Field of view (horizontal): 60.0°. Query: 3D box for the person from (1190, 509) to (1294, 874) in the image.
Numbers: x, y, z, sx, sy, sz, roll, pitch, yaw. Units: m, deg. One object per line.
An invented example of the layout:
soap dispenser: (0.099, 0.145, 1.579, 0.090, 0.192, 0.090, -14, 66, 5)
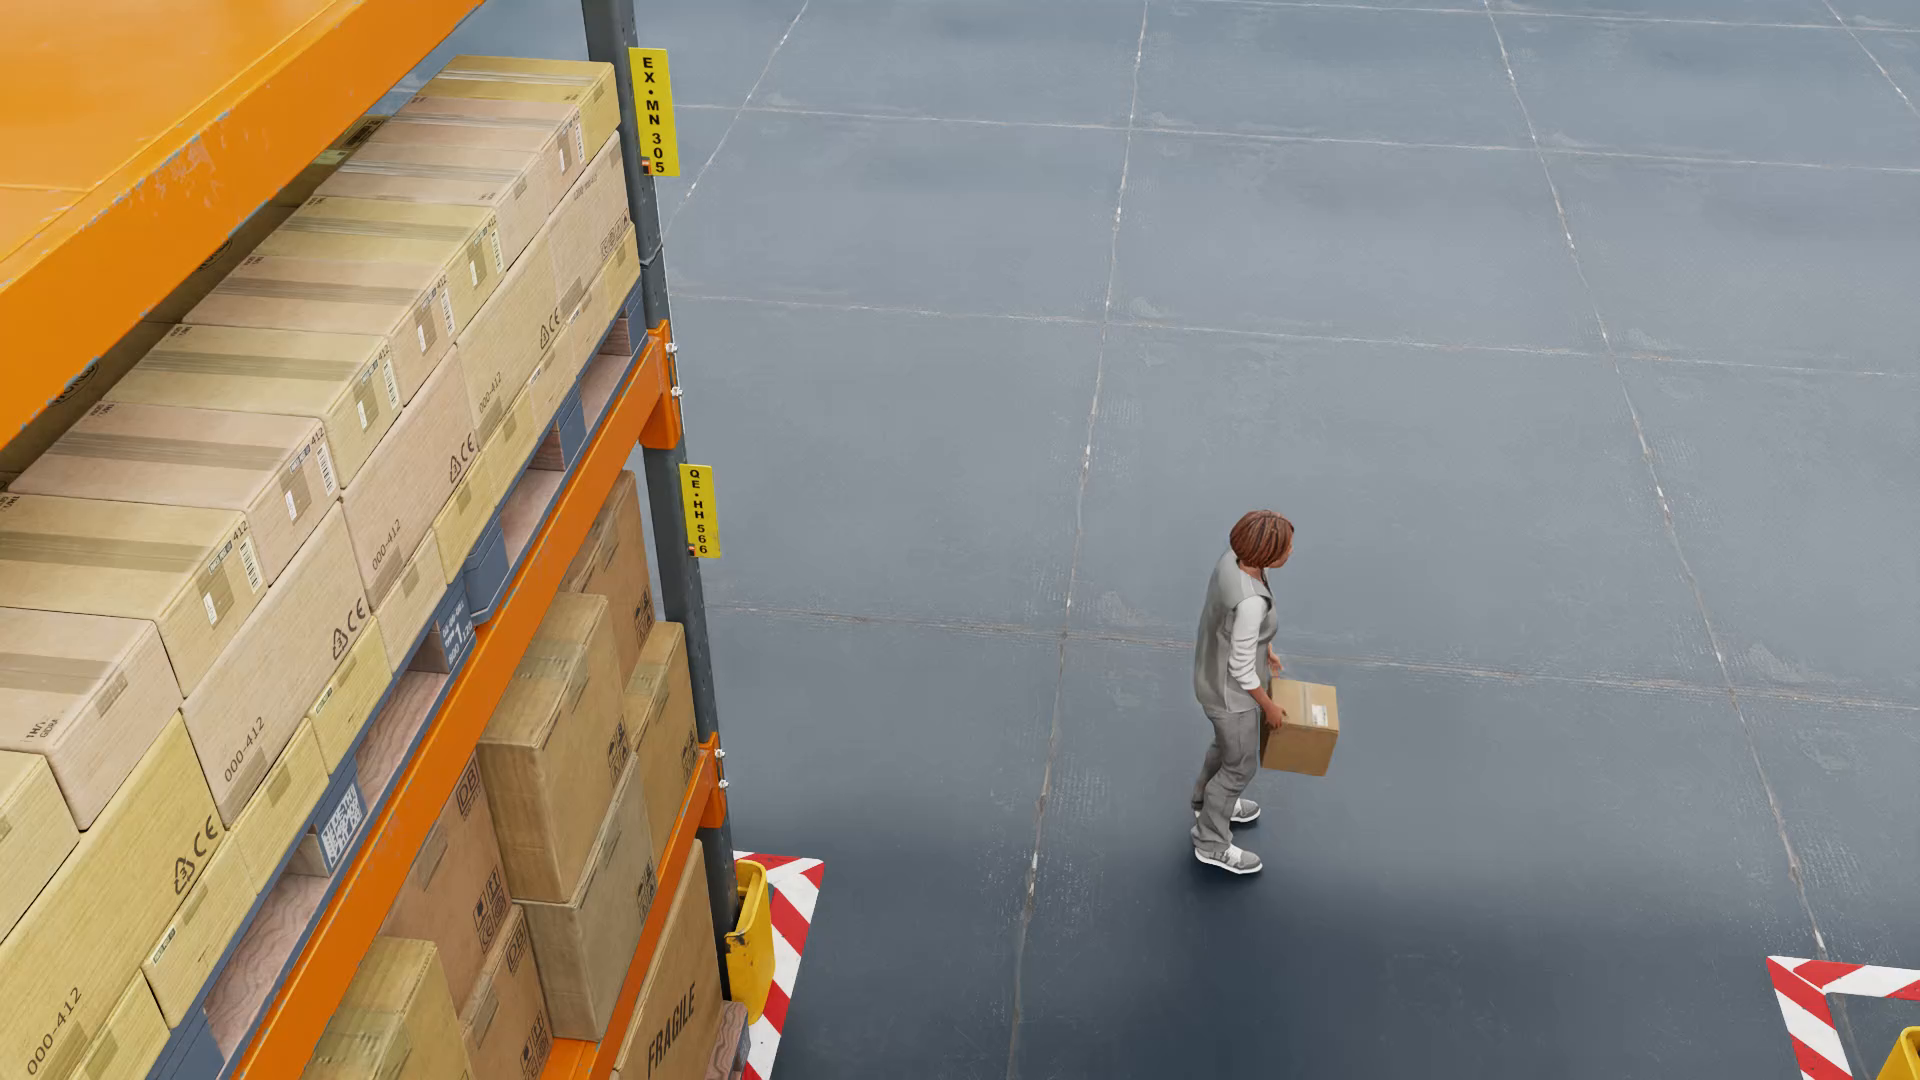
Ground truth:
person: (1.058, 0.552, 6.298, 0.347, 1.600, 0.447, 4, 37, 5)
